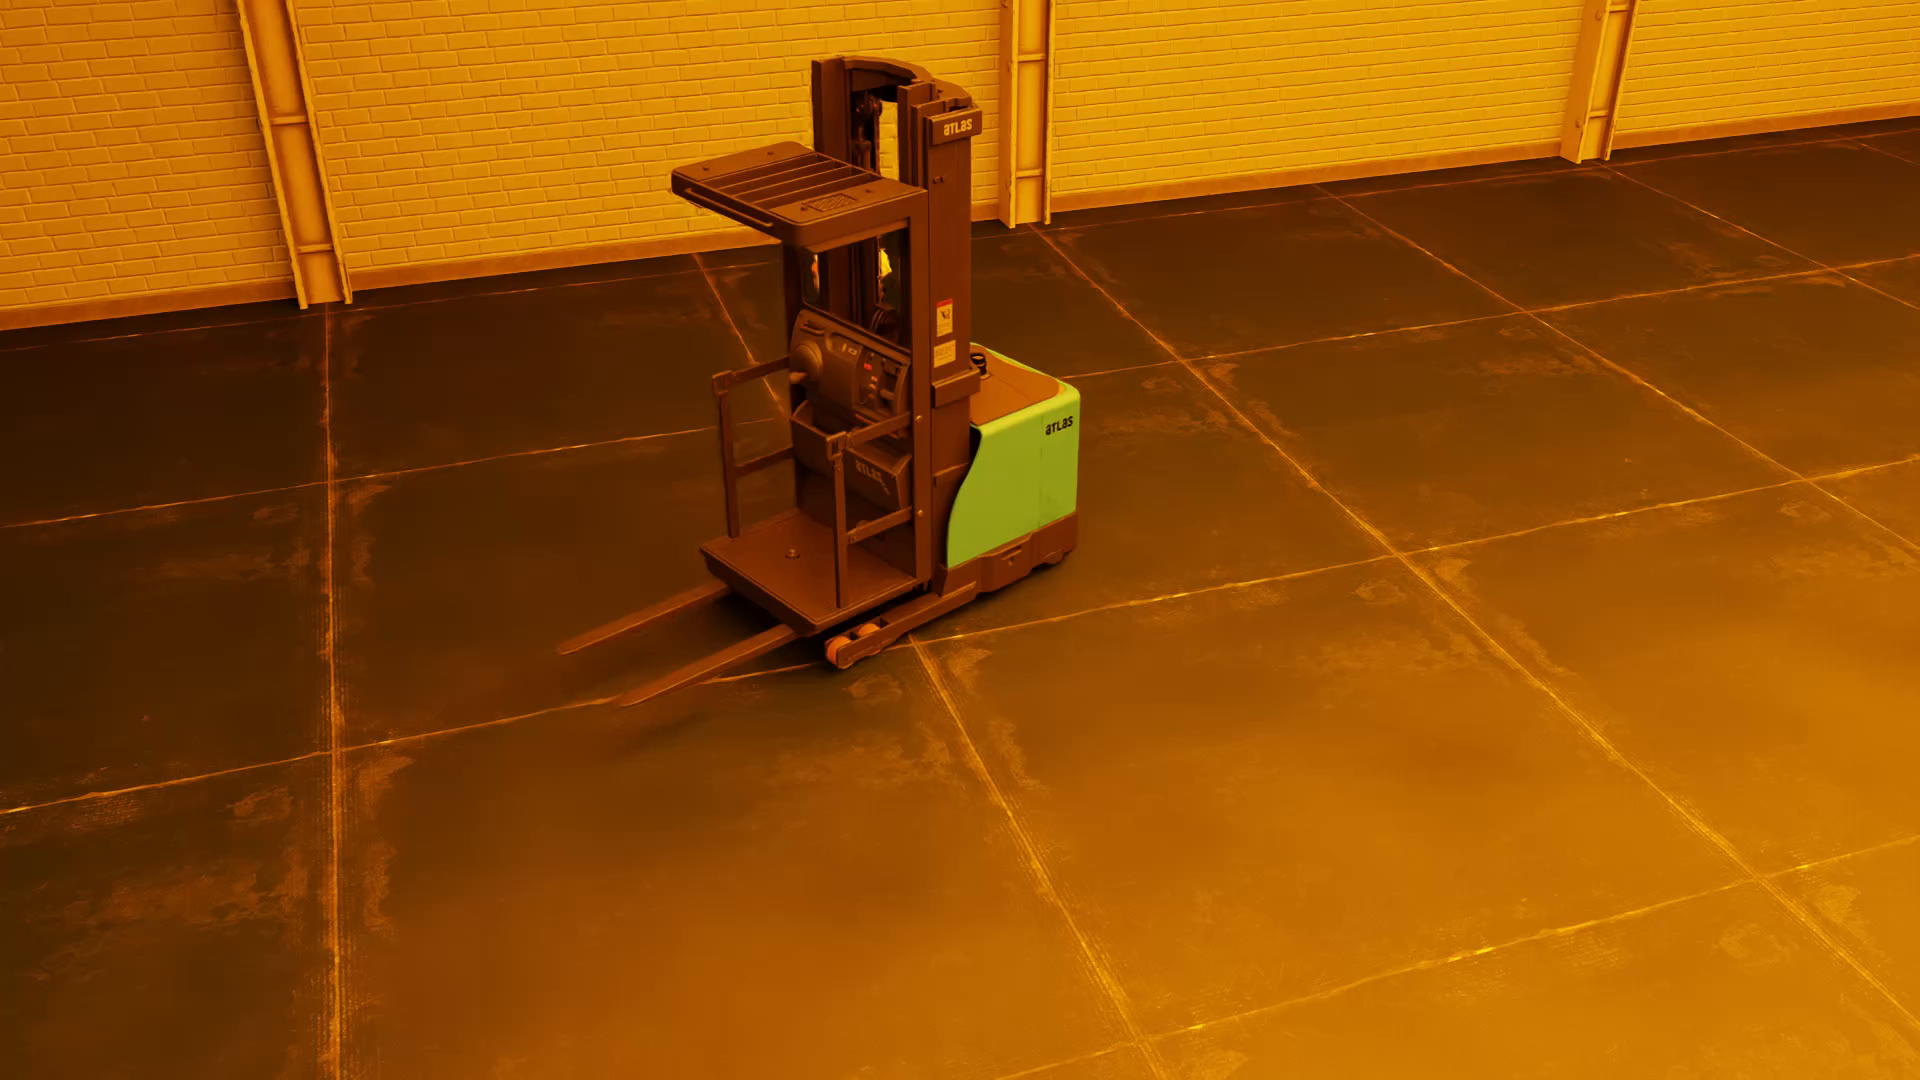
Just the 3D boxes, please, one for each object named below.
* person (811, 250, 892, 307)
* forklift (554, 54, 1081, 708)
[{"bbox_3d":[-0.554,-1.144,10.523,0.804,1.478,1.613,-20,35,-30],"label":"person"},{"bbox_3d":[-0.743,-0.882,8.620,3.031,2.935,1.130,-24,38,-35],"label":"forklift"}]
